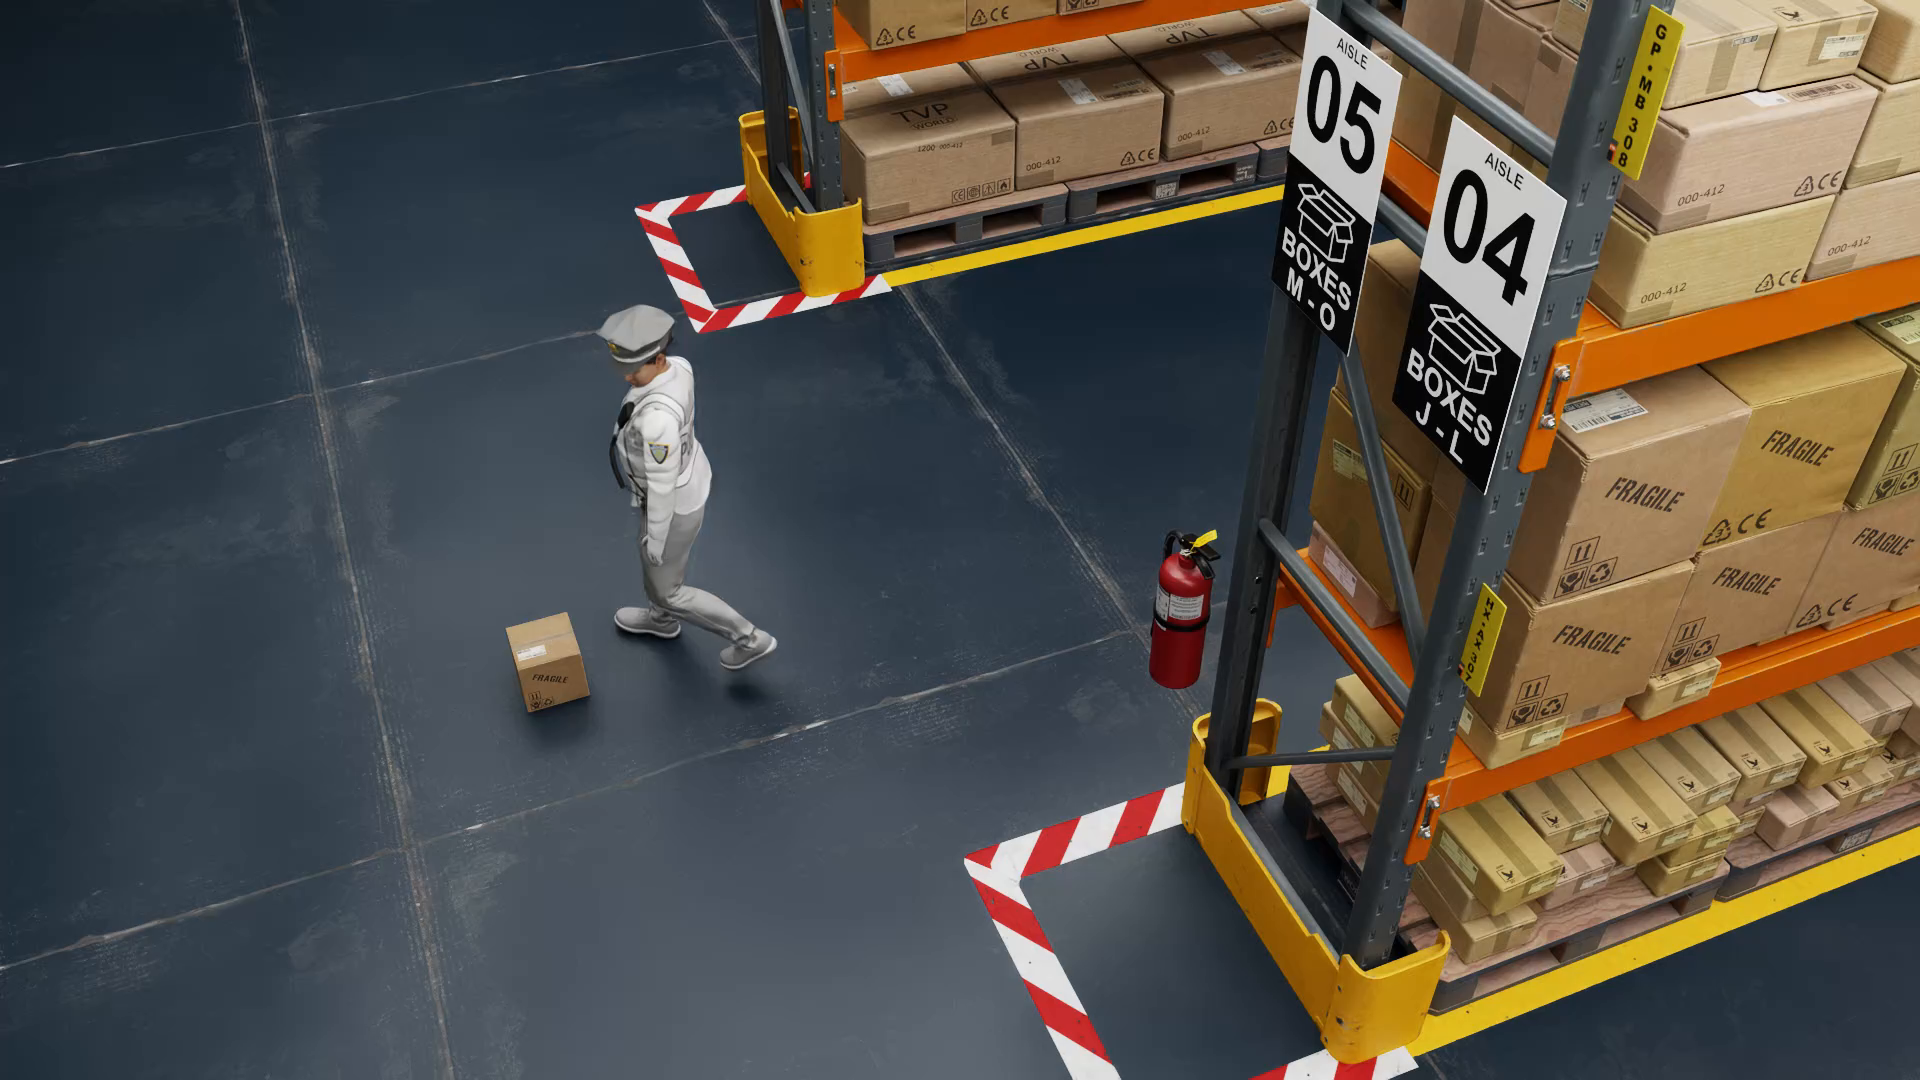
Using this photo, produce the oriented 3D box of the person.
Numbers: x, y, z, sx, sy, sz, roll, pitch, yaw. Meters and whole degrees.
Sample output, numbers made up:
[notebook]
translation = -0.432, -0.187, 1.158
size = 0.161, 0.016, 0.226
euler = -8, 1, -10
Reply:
[person]
translation = -1.097, -0.155, 6.313
size = 0.711, 1.643, 0.522
euler = 1, 42, 2
